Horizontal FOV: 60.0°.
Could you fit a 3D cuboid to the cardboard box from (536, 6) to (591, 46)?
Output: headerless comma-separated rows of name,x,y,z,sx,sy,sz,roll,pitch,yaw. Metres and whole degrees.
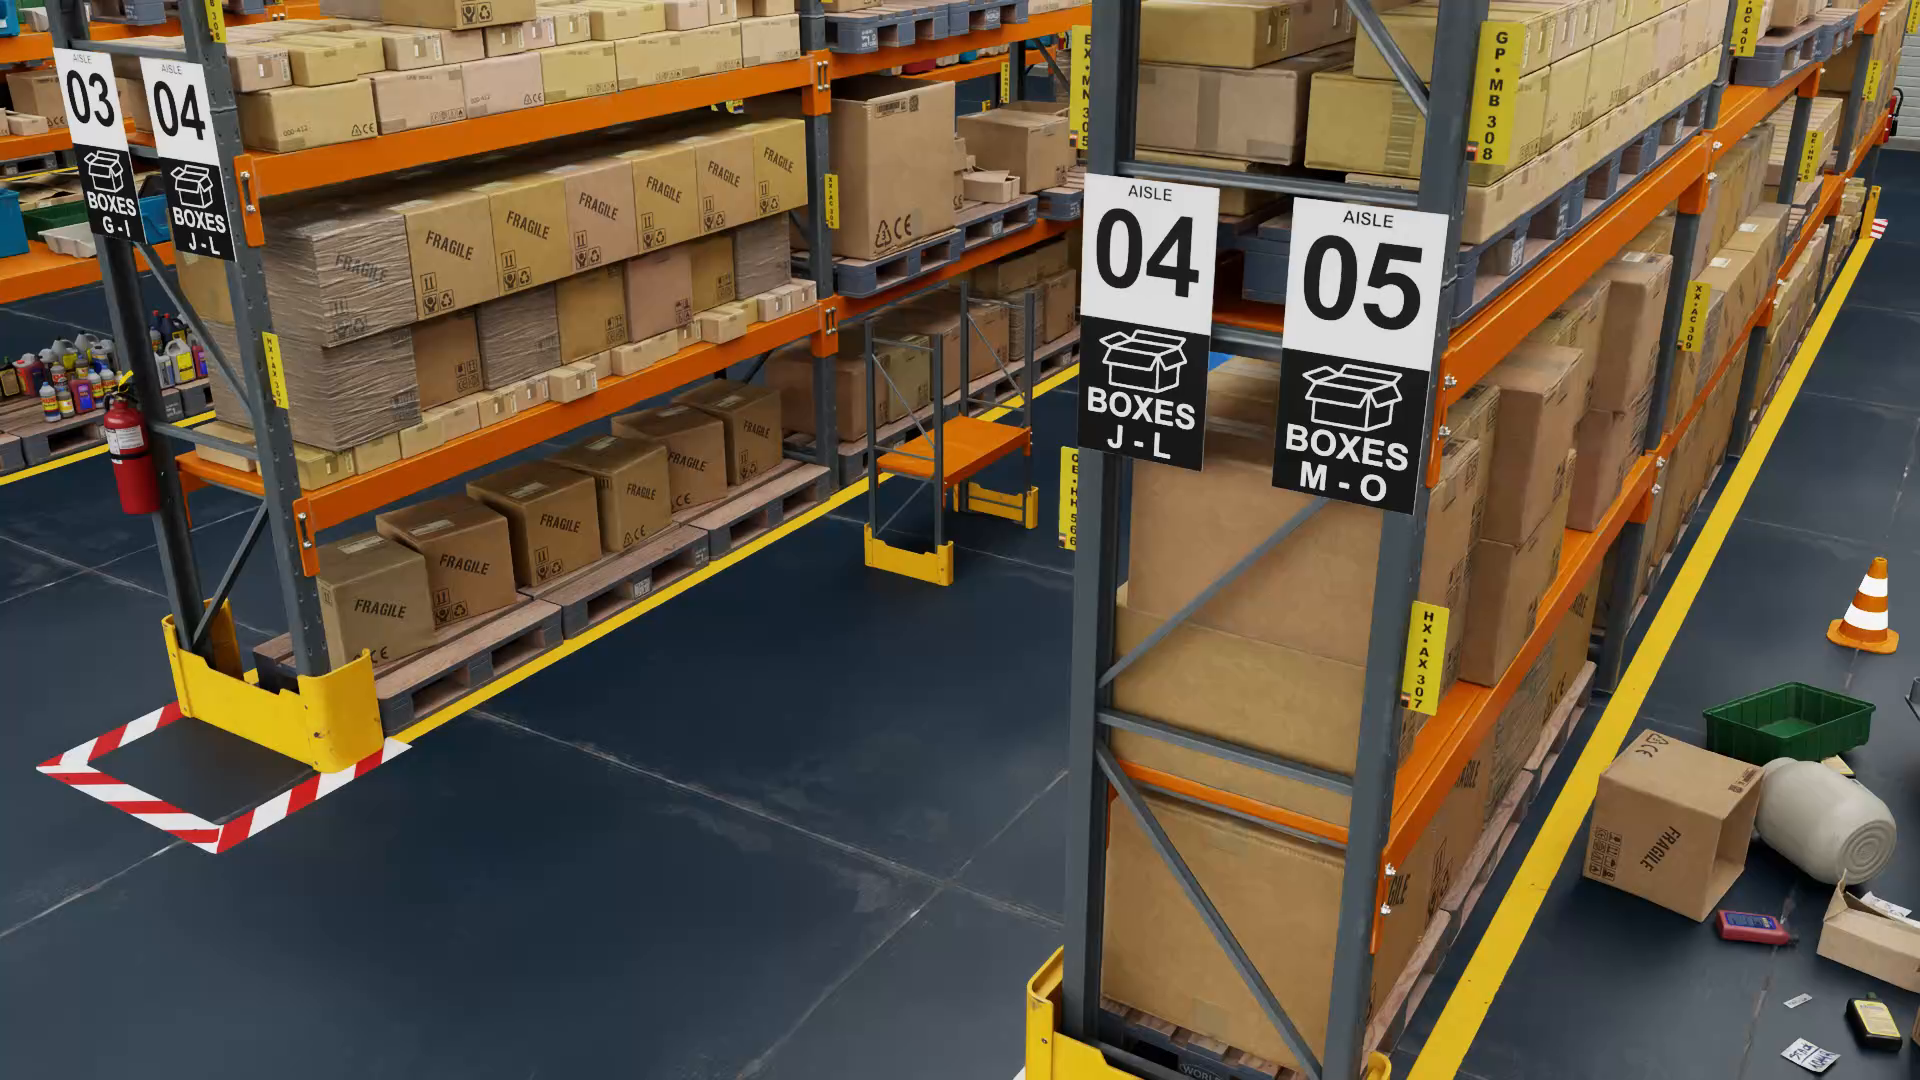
cardboard box,-2.085,-2.586,8.360,0.380,0.149,0.250,13,26,27

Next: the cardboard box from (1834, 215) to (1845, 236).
cardboard box,8.096,-2.979,15.667,0.380,0.149,0.250,15,27,30

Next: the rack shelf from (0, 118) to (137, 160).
rack shelf,-8.611,-4.206,17.096,1.077,0.370,4.000,14,27,29

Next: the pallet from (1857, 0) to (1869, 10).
pallet,6.168,-4.164,12.555,1.213,0.211,1.003,14,27,29

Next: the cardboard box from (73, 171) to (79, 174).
cardboard box,-8.893,-3.760,17.387,0.500,0.311,0.500,13,27,28

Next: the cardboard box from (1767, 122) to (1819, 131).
cardboard box,6.254,-3.054,12.568,0.380,0.149,0.250,13,27,28

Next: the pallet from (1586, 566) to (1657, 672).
pallet,3.252,0.293,9.308,1.003,0.211,1.213,14,27,29

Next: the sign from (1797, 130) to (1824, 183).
sign,5.492,-2.477,10.738,0.100,0.325,0.005,14,27,29

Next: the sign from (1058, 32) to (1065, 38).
sign,1.346,-6.837,22.063,0.100,0.325,0.005,14,27,29

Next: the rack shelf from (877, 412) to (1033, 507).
rack shelf,-0.045,-0.494,9.957,0.538,0.185,1.000,14,27,29

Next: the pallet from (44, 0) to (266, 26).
pallet,-5.757,-3.848,11.825,1.213,0.211,1.003,14,27,29

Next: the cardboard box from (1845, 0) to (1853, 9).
cardboard box,5.804,-3.790,11.329,0.500,0.500,0.500,14,27,29

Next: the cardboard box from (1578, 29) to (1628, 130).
cardboard box,1.804,-1.495,5.311,0.500,0.250,0.500,14,27,29

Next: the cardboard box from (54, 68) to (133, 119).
cardboard box,-8.705,-4.510,16.766,0.500,0.500,0.500,14,27,29

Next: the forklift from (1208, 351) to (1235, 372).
forklift,2.732,-1.966,11.102,3.031,2.935,1.130,-13,27,-27

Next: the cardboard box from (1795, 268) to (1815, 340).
cardboard box,6.682,-1.981,13.668,0.500,0.500,0.500,13,27,28

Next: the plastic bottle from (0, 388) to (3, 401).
plastic bottle,-6.973,-1.102,11.988,0.097,0.201,0.097,0,23,0

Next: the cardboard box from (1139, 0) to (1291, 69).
cardboard box,0.688,-1.411,4.617,0.380,0.149,0.250,14,27,29

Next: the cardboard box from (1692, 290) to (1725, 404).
cardboard box,3.681,-1.048,8.770,0.500,0.500,0.500,14,27,29

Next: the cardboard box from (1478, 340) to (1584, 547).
cardboard box,1.650,-0.408,5.868,0.875,0.550,0.550,14,27,29

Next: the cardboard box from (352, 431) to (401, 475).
cardboard box,-2.860,-0.446,7.820,0.380,0.149,0.250,14,27,29

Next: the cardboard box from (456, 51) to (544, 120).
cardboard box,-2.356,-2.192,7.951,0.500,0.250,0.500,14,27,29

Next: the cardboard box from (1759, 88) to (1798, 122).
cardboard box,7.144,-3.816,14.788,0.500,0.500,0.500,14,27,29

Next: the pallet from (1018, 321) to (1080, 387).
pallet,0.445,-1.591,13.660,1.003,0.211,1.213,14,27,29

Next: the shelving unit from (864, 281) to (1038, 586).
shelving unit,-0.040,-0.663,9.893,0.587,1.500,1.083,14,27,29

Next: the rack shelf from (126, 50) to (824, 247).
rack shelf,-2.307,-2.156,8.584,1.077,0.370,4.000,14,27,29

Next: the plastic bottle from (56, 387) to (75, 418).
plastic bottle,-6.294,-0.971,11.687,0.097,0.201,0.097,0,23,0

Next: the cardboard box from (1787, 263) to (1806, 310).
cardboard box,6.128,-1.968,12.694,0.500,0.250,0.500,14,27,29

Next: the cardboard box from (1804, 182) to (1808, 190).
cardboard box,6.262,-2.782,12.689,0.380,0.149,0.250,13,27,27

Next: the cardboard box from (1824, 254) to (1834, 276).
cardboard box,7.592,-2.487,14.905,0.380,0.149,0.250,15,28,31

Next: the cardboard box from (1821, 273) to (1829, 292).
cardboard box,7.594,-2.351,14.964,0.380,0.149,0.250,13,26,27

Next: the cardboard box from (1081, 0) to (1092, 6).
cardboard box,0.816,-4.230,12.659,0.500,0.250,0.500,14,27,29

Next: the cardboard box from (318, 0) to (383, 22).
cardboard box,-2.759,-2.799,8.034,0.500,0.500,0.500,14,27,29

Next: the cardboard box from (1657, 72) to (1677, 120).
cardboard box,2.453,-1.678,6.236,0.380,0.149,0.250,14,27,30

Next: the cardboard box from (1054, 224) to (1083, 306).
cardboard box,1.240,-2.581,14.581,1.225,0.875,0.875,12,26,27

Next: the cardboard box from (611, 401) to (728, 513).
cardboard box,-1.792,-0.508,10.266,0.500,0.500,0.500,-18,29,-36

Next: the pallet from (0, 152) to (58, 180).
pallet,-12.180,-4.705,20.853,1.003,0.211,1.213,14,27,29

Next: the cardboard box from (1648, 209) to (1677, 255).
cardboard box,3.166,-1.384,8.287,0.700,0.500,0.500,13,27,28

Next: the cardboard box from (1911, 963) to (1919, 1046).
cardboard box,3.833,1.665,5.771,0.797,0.503,0.637,-3,24,-7

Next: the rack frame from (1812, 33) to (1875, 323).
rack frame,7.129,-3.411,14.353,1.000,3.000,0.127,14,27,29

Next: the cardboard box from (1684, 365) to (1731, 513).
cardboard box,4.163,-0.739,10.484,1.050,0.750,0.750,14,27,30

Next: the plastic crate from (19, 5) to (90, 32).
plastic crate,-5.963,-3.451,11.003,0.243,0.136,0.396,14,27,29

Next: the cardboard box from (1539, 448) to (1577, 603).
cardboard box,1.874,-0.105,6.527,0.875,0.550,0.500,14,27,29

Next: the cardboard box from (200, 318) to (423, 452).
cardboard box,-3.048,-0.796,7.814,0.875,0.500,0.500,14,27,29

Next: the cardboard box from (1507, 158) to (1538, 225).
cardboard box,1.386,-0.995,4.659,0.380,0.149,0.250,14,27,29

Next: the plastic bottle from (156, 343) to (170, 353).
plastic bottle,-5.926,-1.339,12.432,0.061,0.283,0.133,14,27,29

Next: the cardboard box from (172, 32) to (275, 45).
cardboard box,-3.243,-2.147,7.346,0.380,0.149,0.250,13,27,27

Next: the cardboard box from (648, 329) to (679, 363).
cardboard box,-1.817,-1.123,9.385,0.380,0.149,0.250,14,27,29

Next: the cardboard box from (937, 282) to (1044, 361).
cardboard box,0.240,-1.769,13.153,0.700,0.500,0.500,11,26,25

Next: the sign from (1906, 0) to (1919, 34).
sign,9.700,-5.314,16.895,0.100,0.325,0.005,14,27,29

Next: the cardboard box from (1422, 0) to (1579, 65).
cardboard box,1.513,-1.443,4.690,0.380,0.149,0.250,13,27,28

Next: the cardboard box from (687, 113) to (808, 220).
cardboard box,-1.255,-2.216,9.834,0.500,0.500,0.500,14,27,29

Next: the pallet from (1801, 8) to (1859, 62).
pallet,4.724,-3.122,10.149,1.213,0.211,1.003,15,28,31

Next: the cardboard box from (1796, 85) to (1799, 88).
cardboard box,7.147,-4.267,14.573,0.500,0.500,0.500,13,27,27

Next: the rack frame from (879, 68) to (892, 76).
rack frame,-1.239,-5.522,19.231,1.000,3.000,0.127,14,27,29

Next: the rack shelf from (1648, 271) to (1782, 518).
rack shelf,3.964,-1.056,9.818,1.077,0.370,4.000,14,27,29

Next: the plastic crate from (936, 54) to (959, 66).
plastic crate,-0.278,-5.972,20.344,0.437,0.282,0.530,14,27,29

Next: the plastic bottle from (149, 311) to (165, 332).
plastic bottle,-6.238,-1.623,13.004,0.144,0.351,0.185,15,27,30
